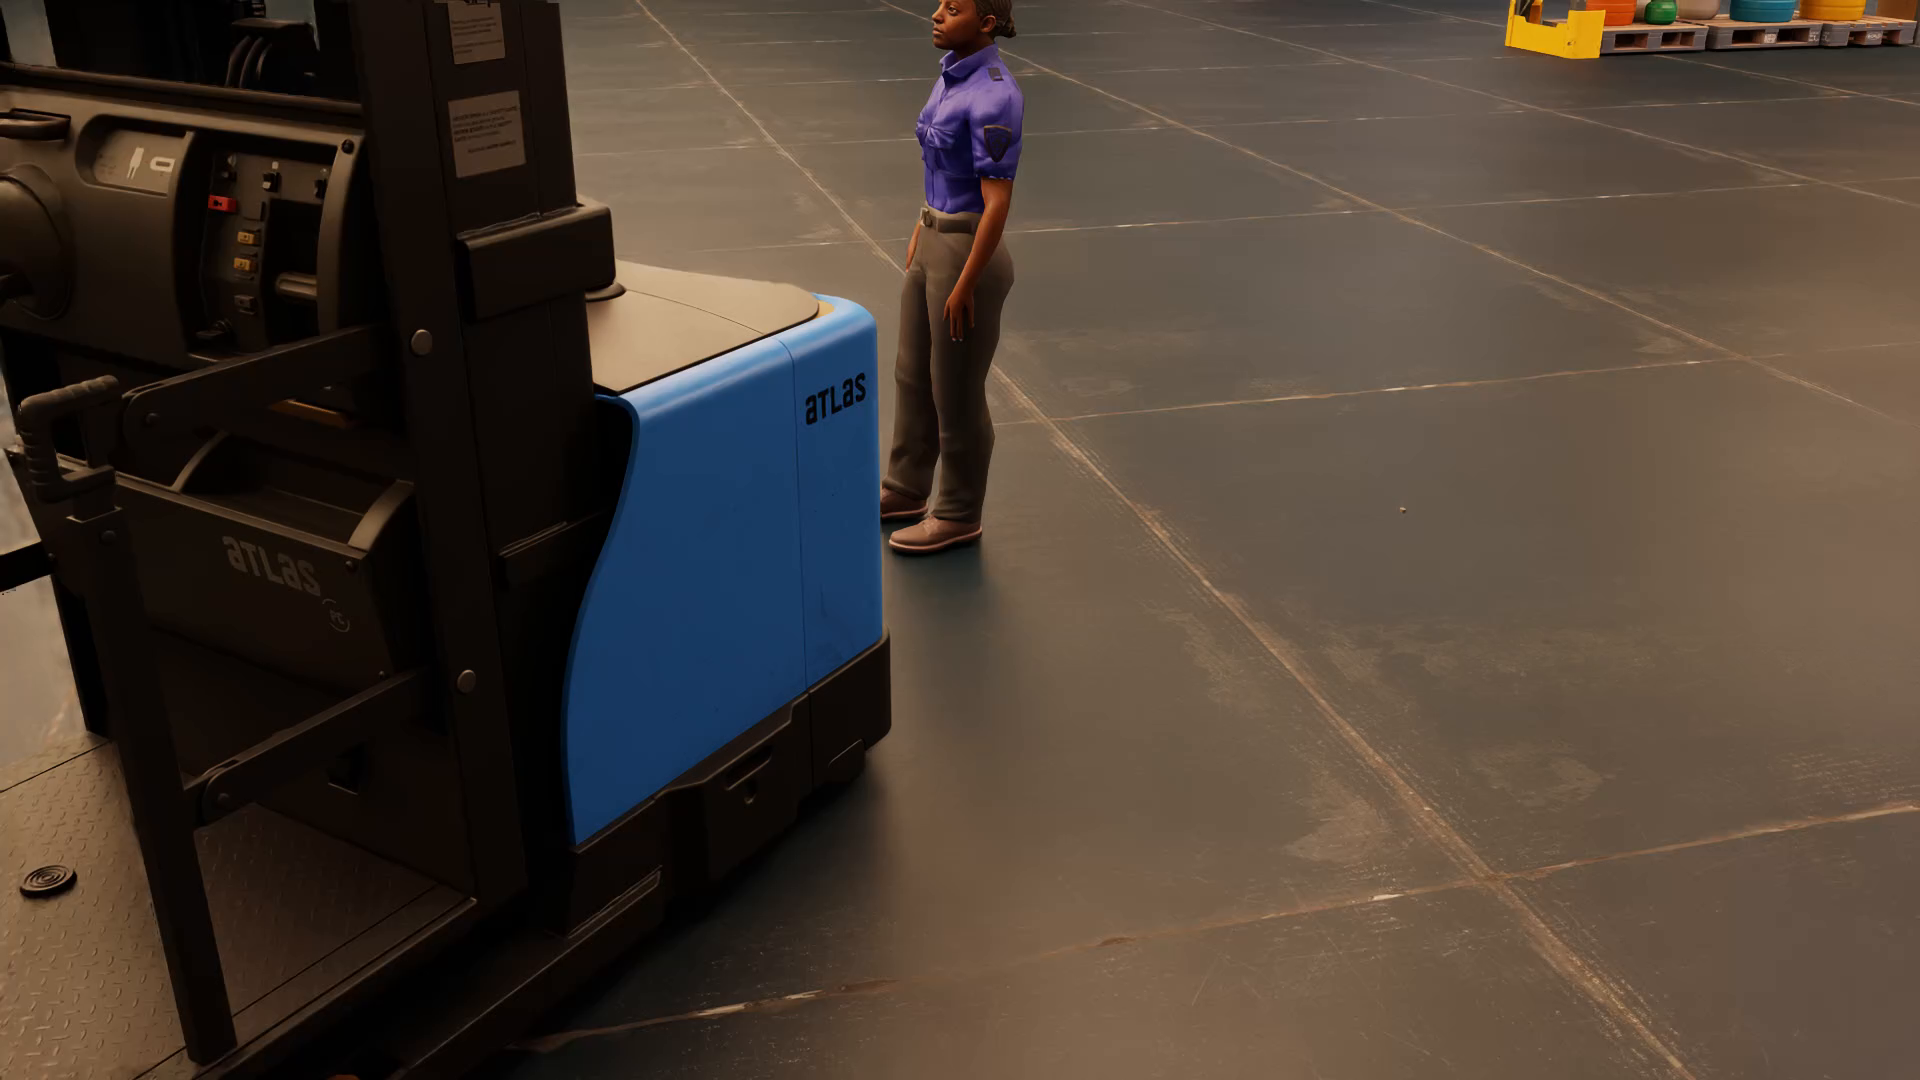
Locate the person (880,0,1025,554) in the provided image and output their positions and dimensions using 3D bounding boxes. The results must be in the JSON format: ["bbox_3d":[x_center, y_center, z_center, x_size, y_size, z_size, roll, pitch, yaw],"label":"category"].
[{"bbox_3d":[-0.090,-0.767,4.722,0.503,1.656,0.569,-6,24,-14],"label":"person"}]

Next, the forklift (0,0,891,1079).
[{"bbox_3d":[-1.359,-0.468,2.410,1.130,2.935,3.031,14,27,29],"label":"forklift"}]
